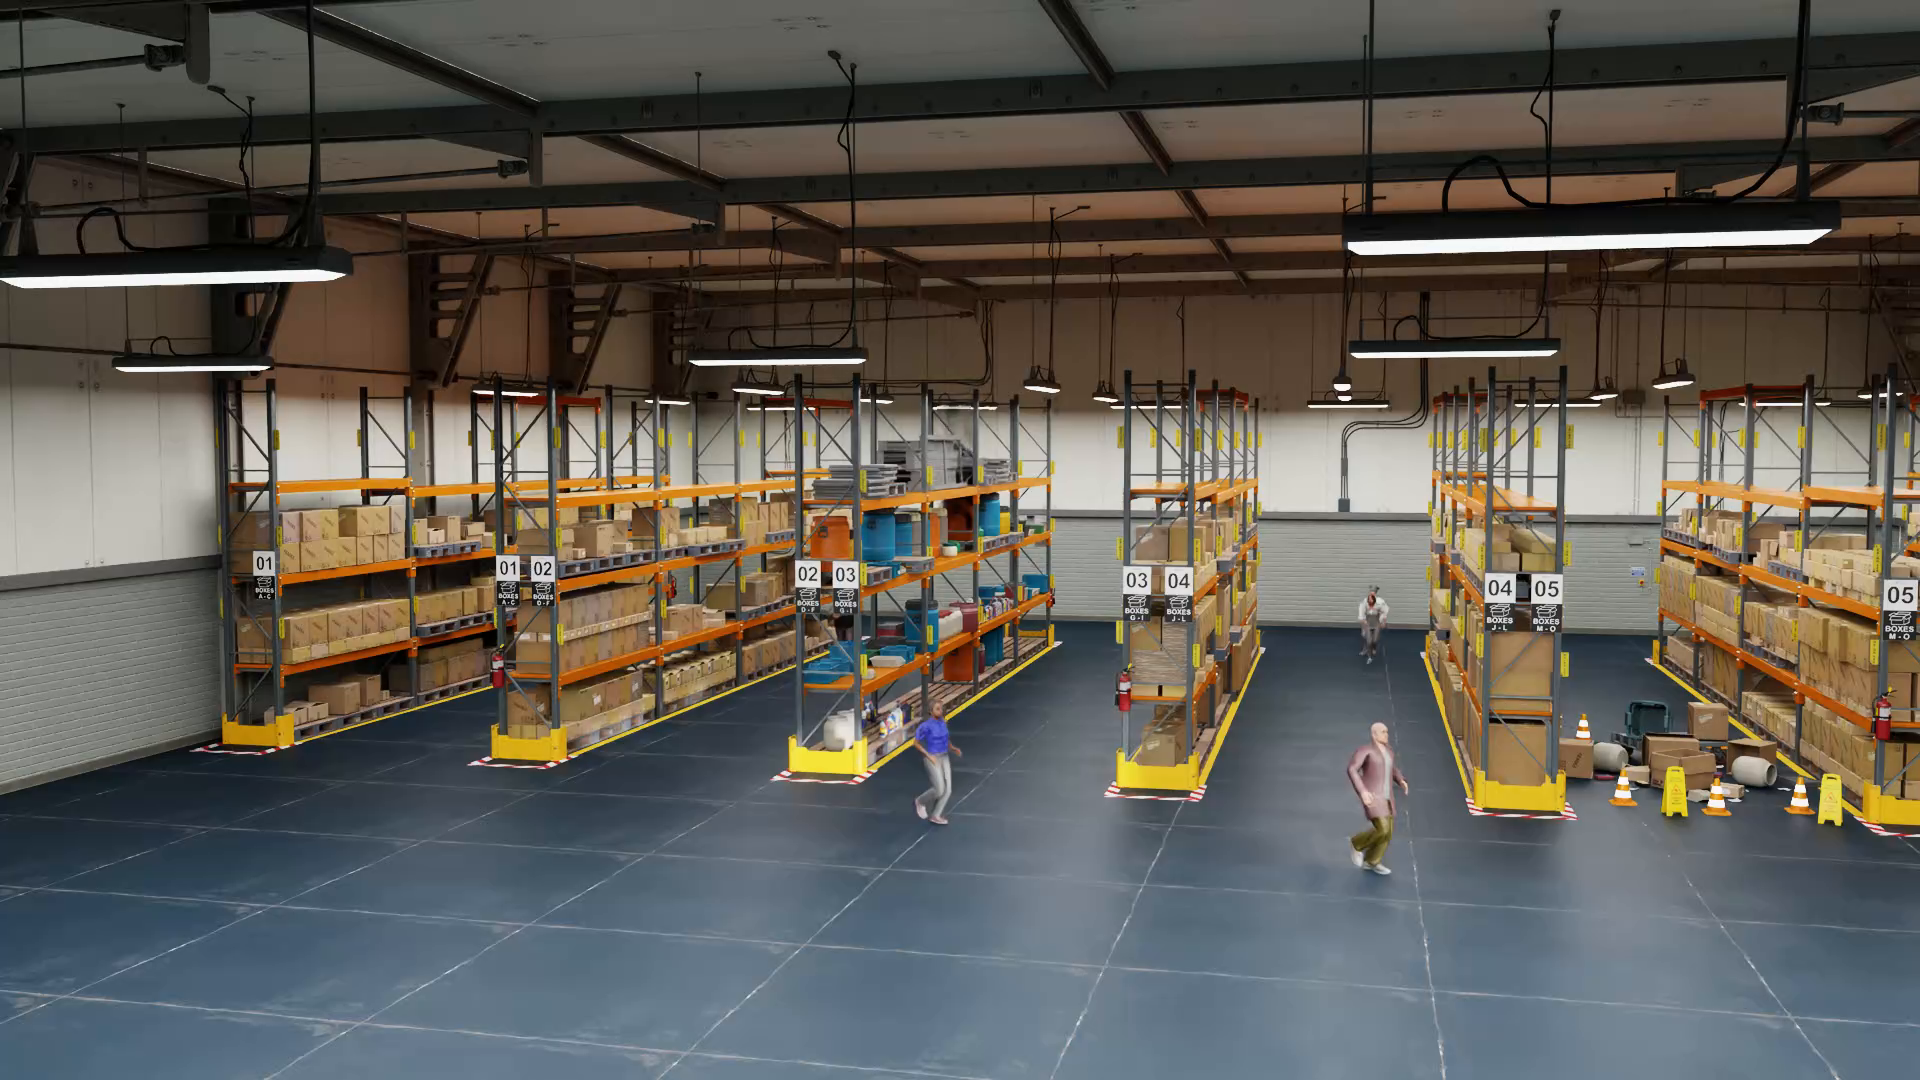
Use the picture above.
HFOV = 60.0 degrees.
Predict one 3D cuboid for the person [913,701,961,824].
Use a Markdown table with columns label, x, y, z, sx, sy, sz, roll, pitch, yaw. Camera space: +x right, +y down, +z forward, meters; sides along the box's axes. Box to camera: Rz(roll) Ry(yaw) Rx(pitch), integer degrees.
| label | x | y | z | sx | sy | sz | roll | pitch | yaw |
| --- | --- | --- | --- | --- | --- | --- | --- | --- | --- |
| person | -0.292 | 2.896 | 21.666 | 0.575 | 1.605 | 0.572 | 3 | 5 | 43 |

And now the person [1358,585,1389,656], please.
| label | x | y | z | sx | sy | sz | roll | pitch | yaw |
| --- | --- | --- | --- | --- | --- | --- | --- | --- | --- |
| person | 9.523 | 1.873 | 38.521 | 0.629 | 1.671 | 0.673 | -3 | 5 | -43 |

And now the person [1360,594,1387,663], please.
| label | x | y | z | sx | sy | sz | roll | pitch | yaw |
| --- | --- | --- | --- | --- | --- | --- | --- | --- | --- |
| person | 9.243 | 2.005 | 37.220 | 0.573 | 1.546 | 0.633 | 1 | 4 | 22 |

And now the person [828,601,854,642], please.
| label | x | y | z | sx | sy | sz | roll | pitch | yaw |
| --- | --- | --- | --- | --- | --- | --- | --- | --- | --- |
| person | -2.348 | 1.815 | 33.764 | 0.662 | 1.764 | 0.901 | 0 | 3 | 3 |

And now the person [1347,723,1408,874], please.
| label | x | y | z | sx | sy | sz | roll | pitch | yaw |
| --- | --- | --- | --- | --- | --- | --- | --- | --- | --- |
| person | 4.833 | 2.978 | 19.252 | 0.724 | 1.747 | 0.633 | -3 | 4 | -39 |
